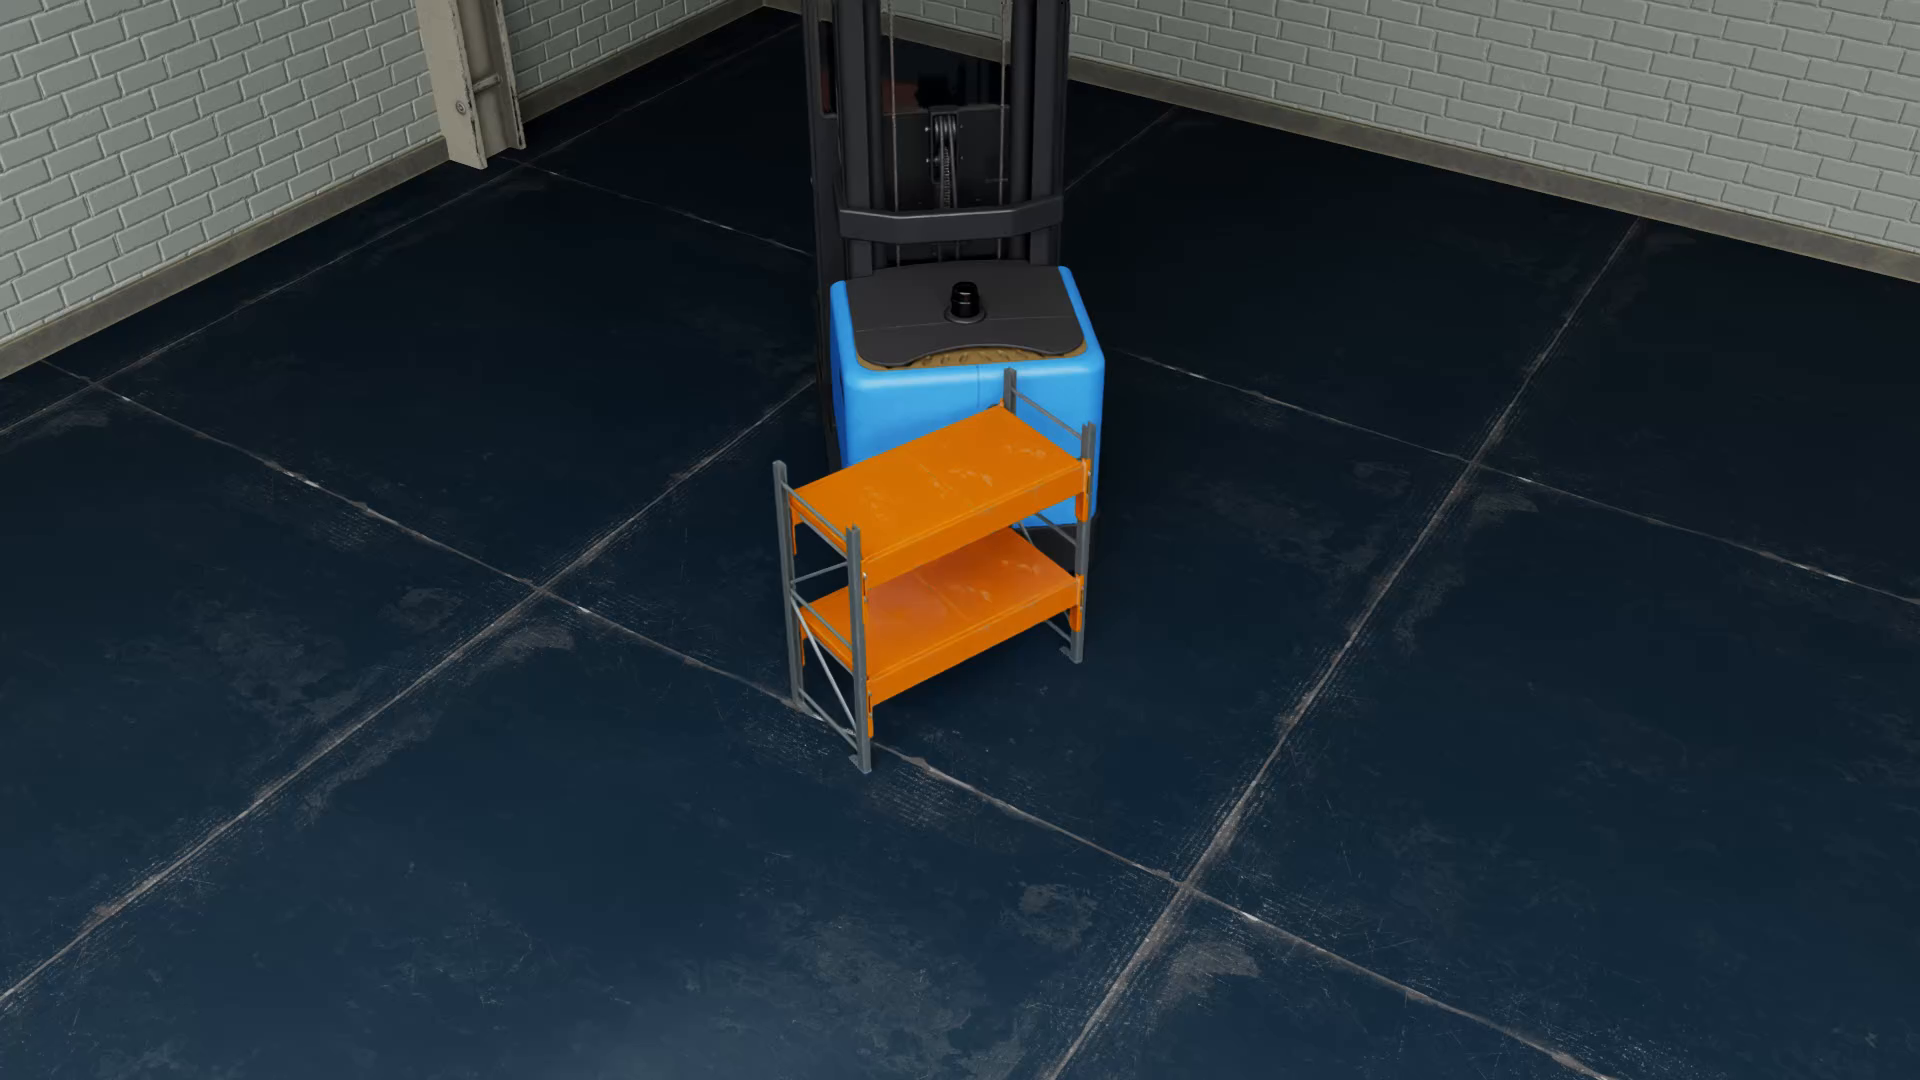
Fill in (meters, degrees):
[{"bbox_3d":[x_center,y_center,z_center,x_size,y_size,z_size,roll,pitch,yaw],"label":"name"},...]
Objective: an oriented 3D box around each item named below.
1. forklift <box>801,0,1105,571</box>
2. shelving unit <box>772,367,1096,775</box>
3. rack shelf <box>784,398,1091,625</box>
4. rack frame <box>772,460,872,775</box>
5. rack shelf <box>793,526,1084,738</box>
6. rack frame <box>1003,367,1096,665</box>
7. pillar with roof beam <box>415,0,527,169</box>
[{"bbox_3d":[-0.131,-1.857,7.258,1.130,2.935,3.031,-5,38,-6],"label":"forklift"},{"bbox_3d":[-0.081,0.108,6.189,1.048,1.125,0.538,-25,44,-28],"label":"shelving unit"},{"bbox_3d":[-0.081,-0.124,6.010,1.000,0.278,0.538,-25,44,-28],"label":"rack shelf"},{"bbox_3d":[-0.488,0.294,5.948,0.032,1.125,0.500,-25,44,-28],"label":"rack frame"},{"bbox_3d":[-0.081,0.301,6.338,1.000,0.278,0.538,-25,44,-28],"label":"rack shelf"},{"bbox_3d":[0.326,-0.078,6.430,0.032,1.125,0.500,-25,44,-28],"label":"rack frame"},{"bbox_3d":[0.677,-4.579,5.820,9.100,9.000,0.400,21,42,25],"label":"pillar with roof beam"}]
